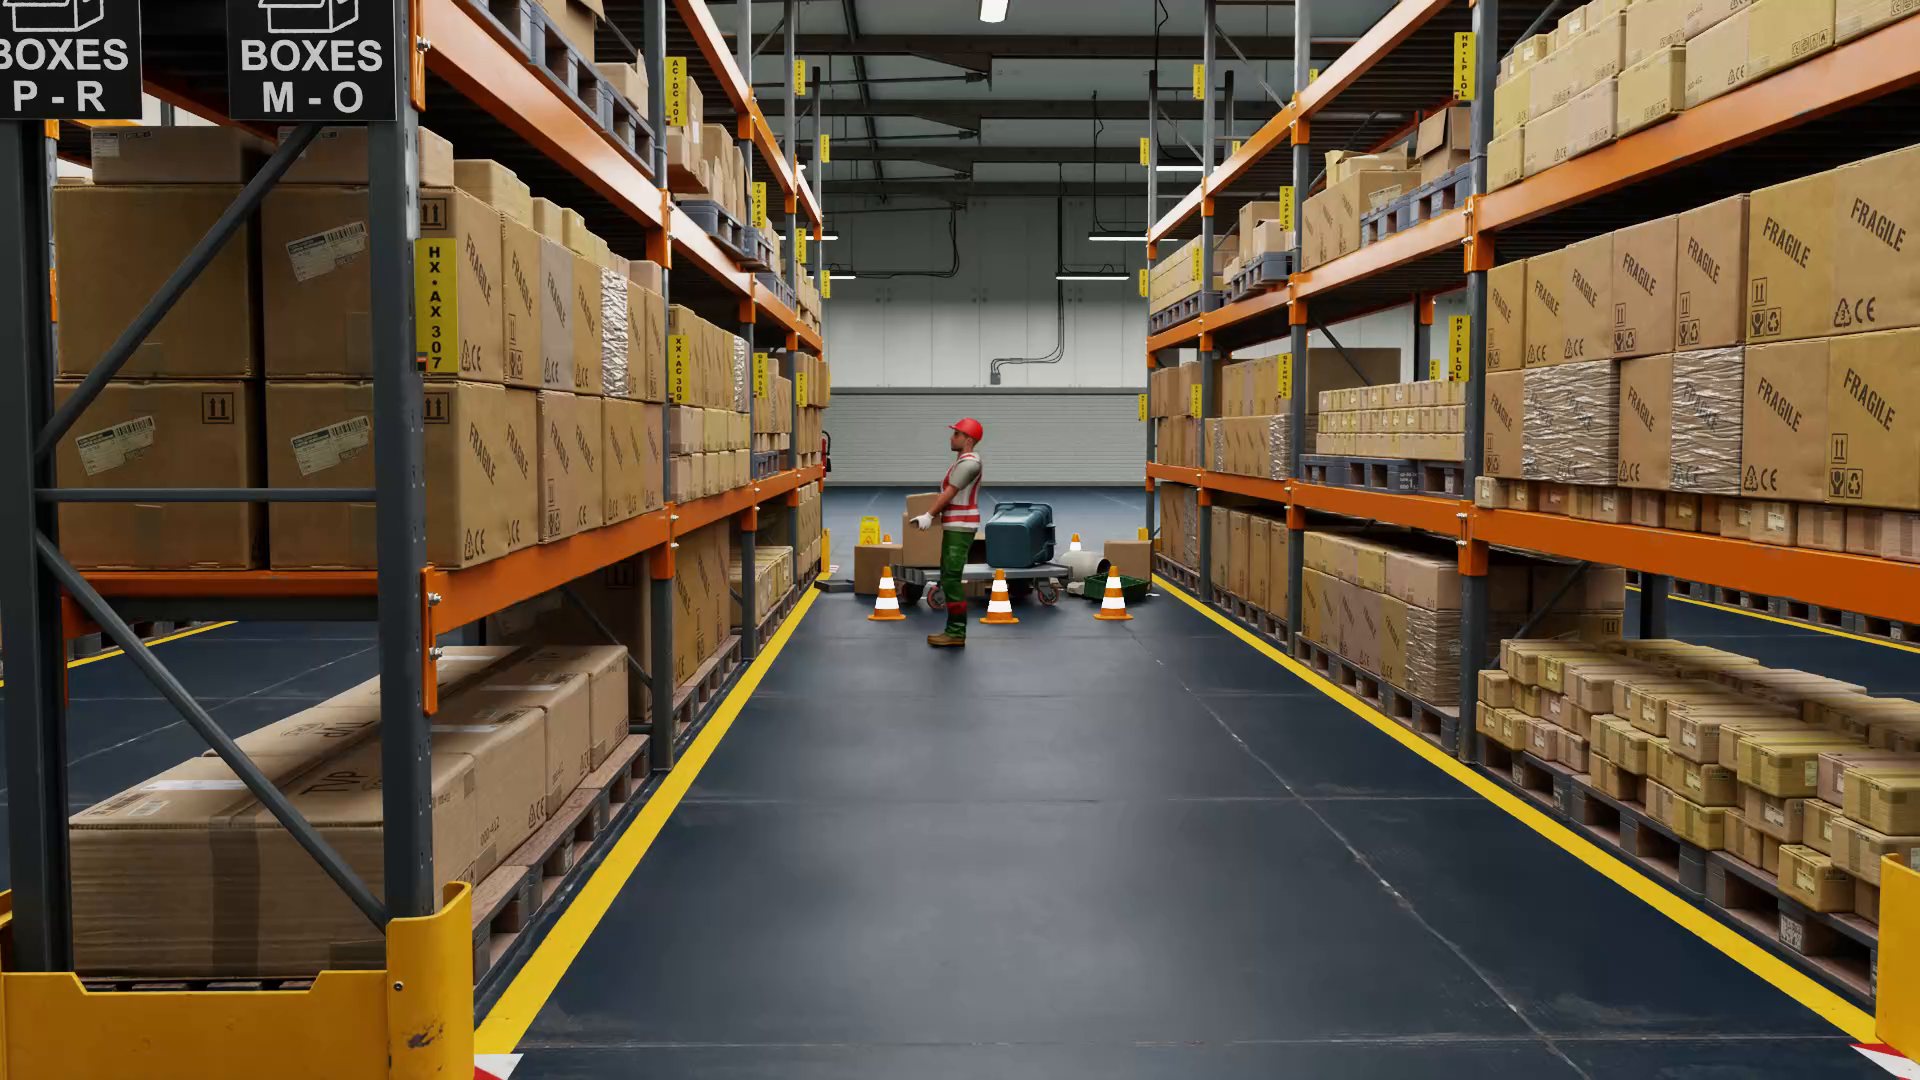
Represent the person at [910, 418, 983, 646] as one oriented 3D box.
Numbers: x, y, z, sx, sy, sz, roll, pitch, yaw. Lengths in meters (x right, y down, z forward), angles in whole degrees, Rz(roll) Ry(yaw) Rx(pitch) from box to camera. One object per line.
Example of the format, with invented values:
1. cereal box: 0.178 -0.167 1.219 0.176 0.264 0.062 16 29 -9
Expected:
1. person: -0.108 -0.065 13.043 0.573 1.782 0.494 0 4 -1
